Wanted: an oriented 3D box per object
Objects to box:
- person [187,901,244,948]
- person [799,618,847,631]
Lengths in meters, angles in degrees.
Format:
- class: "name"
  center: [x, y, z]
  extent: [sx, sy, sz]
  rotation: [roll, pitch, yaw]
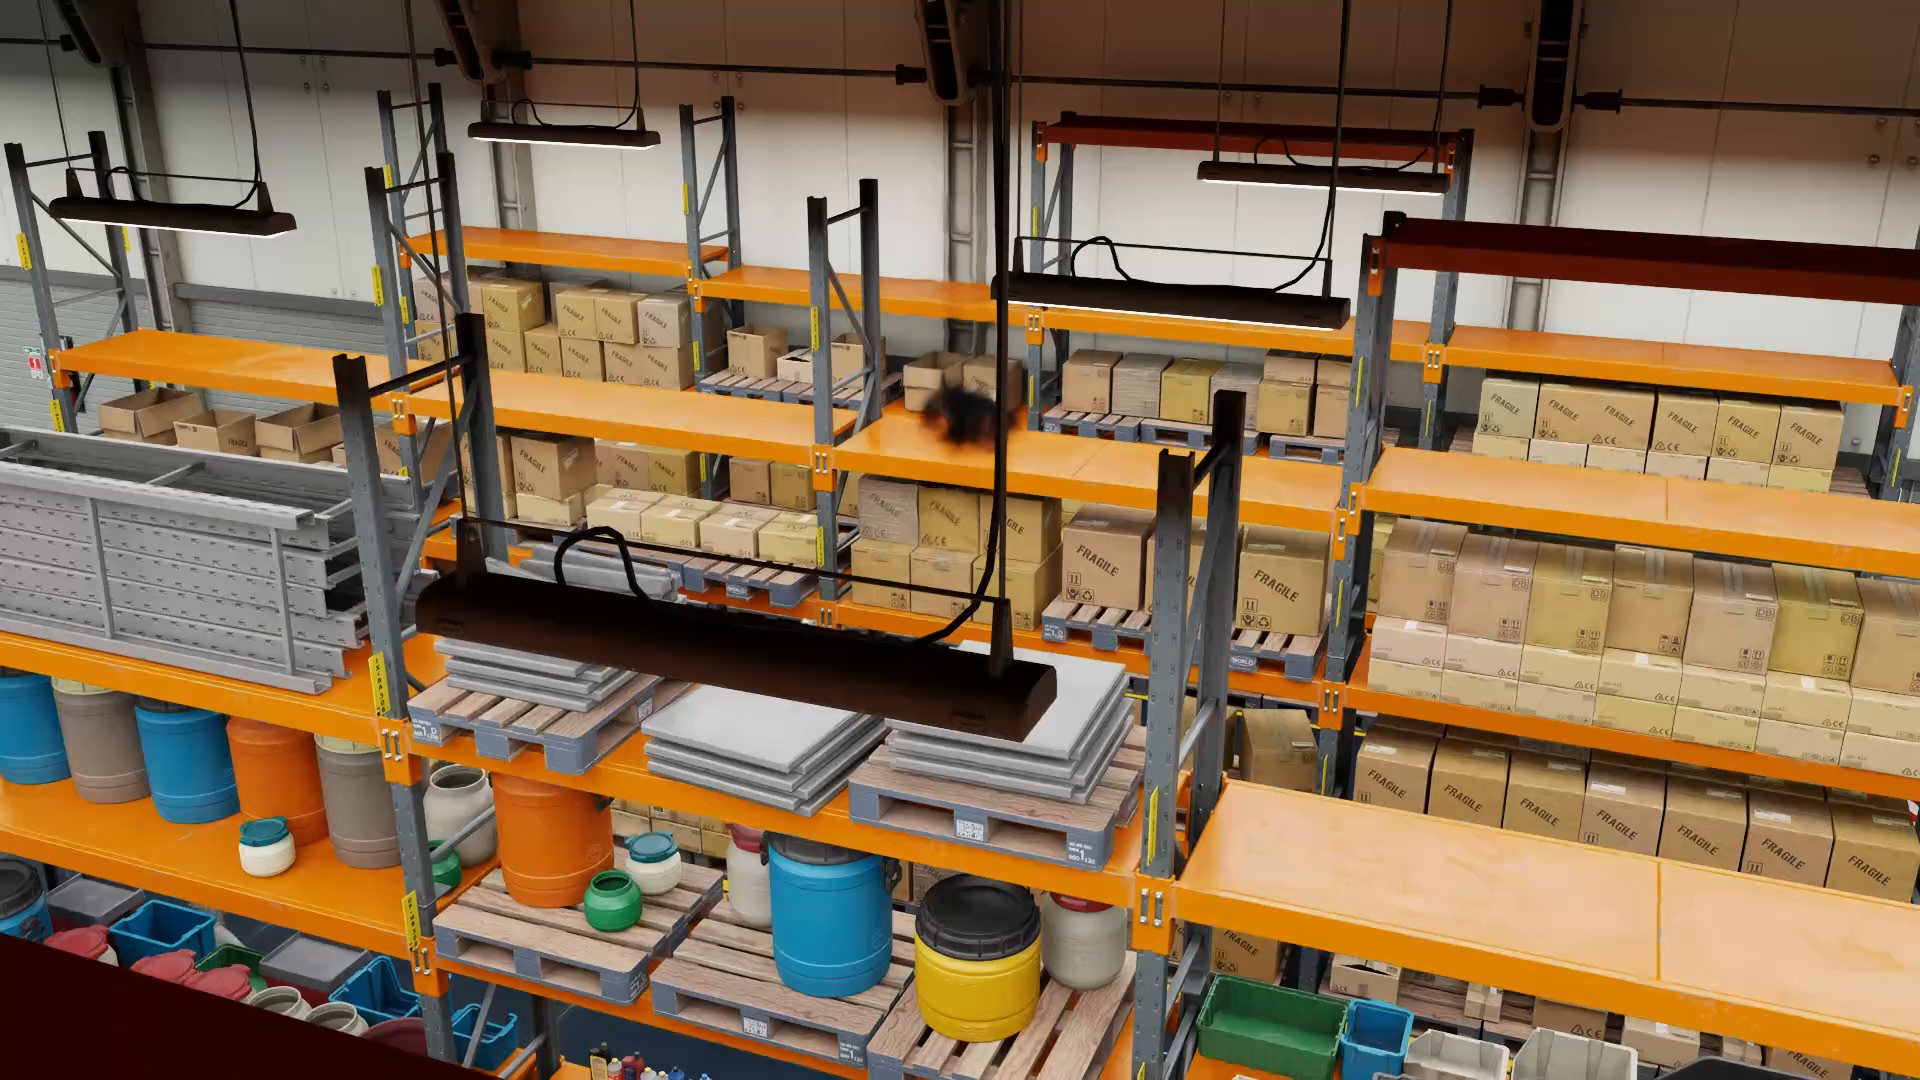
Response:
- class: "person"
  center: [-5.820, 2.637, 12.928]
  extent: [0.989, 1.763, 0.693]
  rotation: [10, 23, 24]
- class: "person"
  center: [-1.404, 1.232, 16.217]
  extent: [0.710, 1.664, 0.510]
  rotation: [6, 22, 16]
